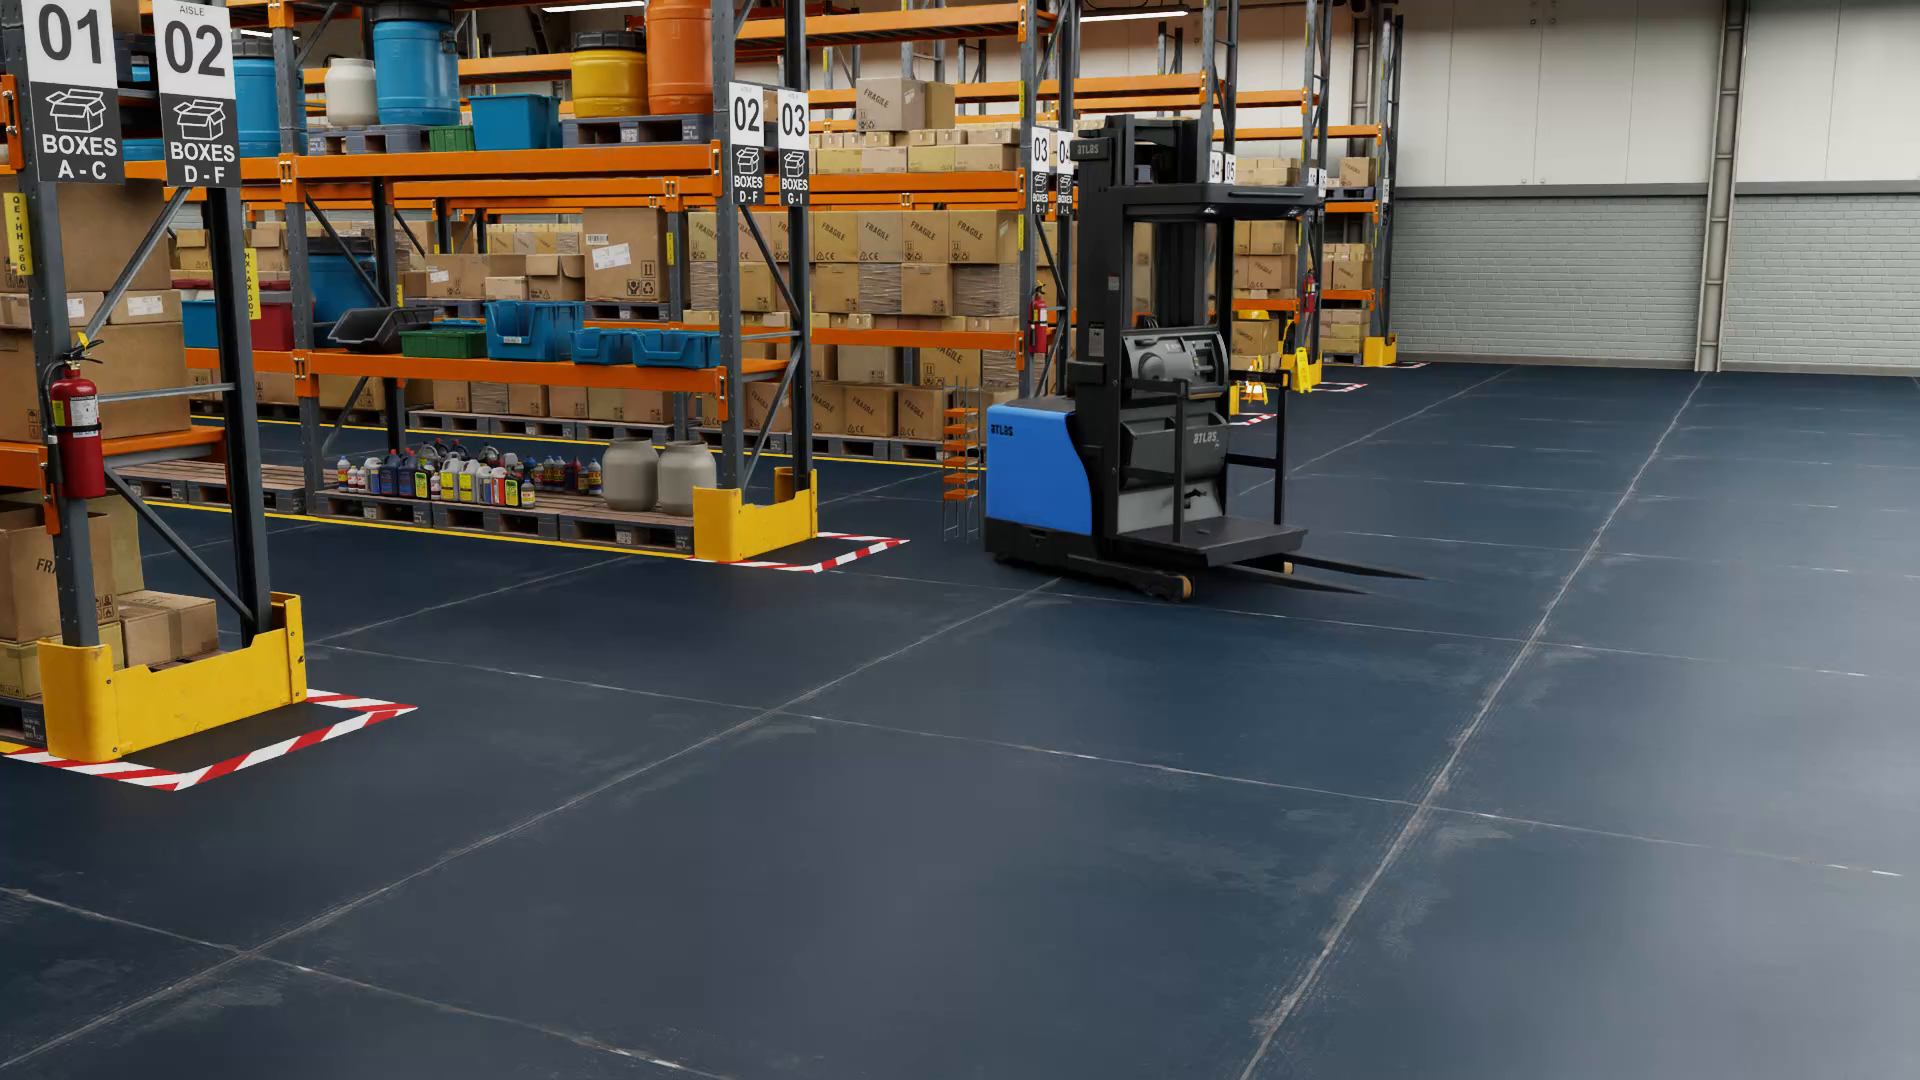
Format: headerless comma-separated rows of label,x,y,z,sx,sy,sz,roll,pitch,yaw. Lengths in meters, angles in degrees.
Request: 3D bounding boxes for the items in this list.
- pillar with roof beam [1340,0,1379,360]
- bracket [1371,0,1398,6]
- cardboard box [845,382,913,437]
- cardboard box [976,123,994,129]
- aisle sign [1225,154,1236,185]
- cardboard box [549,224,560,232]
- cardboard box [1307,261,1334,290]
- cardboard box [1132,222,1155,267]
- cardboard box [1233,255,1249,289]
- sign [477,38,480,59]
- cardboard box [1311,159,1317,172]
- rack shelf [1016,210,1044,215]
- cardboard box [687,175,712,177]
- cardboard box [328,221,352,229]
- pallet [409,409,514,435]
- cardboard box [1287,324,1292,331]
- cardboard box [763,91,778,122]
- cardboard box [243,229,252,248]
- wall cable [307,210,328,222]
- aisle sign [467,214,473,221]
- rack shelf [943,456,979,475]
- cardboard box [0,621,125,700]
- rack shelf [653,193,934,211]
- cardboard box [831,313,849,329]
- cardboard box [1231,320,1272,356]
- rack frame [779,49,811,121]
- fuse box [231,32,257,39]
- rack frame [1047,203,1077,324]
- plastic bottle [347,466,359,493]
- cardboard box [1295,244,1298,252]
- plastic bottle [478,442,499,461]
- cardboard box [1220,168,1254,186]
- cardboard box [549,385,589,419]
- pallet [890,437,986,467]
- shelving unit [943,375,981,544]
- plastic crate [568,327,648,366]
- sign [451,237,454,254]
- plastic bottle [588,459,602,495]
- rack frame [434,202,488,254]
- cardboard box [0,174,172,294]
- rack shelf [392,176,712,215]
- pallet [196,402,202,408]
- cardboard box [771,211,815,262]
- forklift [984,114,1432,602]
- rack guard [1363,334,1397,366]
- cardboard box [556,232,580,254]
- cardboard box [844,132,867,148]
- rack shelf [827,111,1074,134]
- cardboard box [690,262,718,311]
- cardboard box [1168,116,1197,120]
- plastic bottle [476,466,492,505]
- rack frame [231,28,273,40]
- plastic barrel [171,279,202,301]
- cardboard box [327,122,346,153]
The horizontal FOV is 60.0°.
pillar with roof beam,5.277,-7.059,25.963,0.548,9.000,9.100,5,11,26
bracket,7.397,-9.428,28.948,0.430,0.232,0.235,5,11,26
cardboard box,-0.827,-1.342,17.062,0.500,0.500,0.500,6,12,31
cardboard box,0.388,-5.177,20.994,0.250,0.149,0.380,5,11,25
aisle sign,3.311,-4.325,20.406,0.004,0.787,0.394,5,11,26
cardboard box,-7.309,-5.709,30.445,0.250,0.149,0.380,5,11,26
cardboard box,6.389,-4.684,29.406,0.500,0.500,0.500,5,12,28
cardboard box,2.265,-3.673,20.648,0.550,0.550,0.875,5,11,26
cardboard box,4.159,-4.037,24.996,0.500,0.500,0.500,5,11,26
sign,-7.406,-7.528,25.489,0.005,0.325,0.100,5,11,26
cardboard box,6.028,-6.469,29.388,0.500,0.500,0.700,5,11,26
rack shelf,2.027,-6.190,31.607,4.000,0.370,1.077,5,11,26
cardboard box,-2.467,-3.861,17.137,0.500,0.250,0.500,5,11,24
cardboard box,-9.578,-4.751,26.137,0.500,0.500,0.500,5,11,24
pallet,-5.644,-1.416,19.461,1.213,0.211,1.003,5,11,26
cardboard box,5.915,-3.762,29.731,0.500,0.250,0.500,5,11,25
cardboard box,-2.241,-4.458,17.495,0.500,0.500,0.500,5,11,24
cardboard box,-8.745,-3.603,20.618,0.637,0.503,0.797,5,11,26
wall cable,-13.584,-6.231,35.383,0.122,1.984,0.588,5,11,26
aisle sign,-9.327,-6.302,31.326,0.004,0.787,0.394,5,11,26
rack shelf,0.013,-0.546,12.125,0.180,0.103,0.258,5,11,26
cardboard box,-4.169,0.514,7.511,0.500,0.250,0.500,5,11,26
rack shelf,-2.266,-4.599,22.813,4.000,0.370,1.077,5,11,26
cardboard box,-1.102,-2.218,16.766,0.250,0.149,0.380,5,11,26
cardboard box,4.381,-3.046,25.076,0.500,0.500,0.500,5,11,26
rack frame,-3.354,-8.493,33.888,0.127,3.000,1.000,5,11,26
fuse box,-14.289,-9.988,33.163,0.176,0.334,0.513,5,11,26
rack frame,1.627,-4.117,26.558,0.127,3.000,1.000,5,11,26
plastic bottle,-4.766,-0.480,13.082,0.097,0.201,0.097,0,10,0
cardboard box,6.038,-5.170,29.434,0.250,0.149,0.380,5,12,27
plastic bottle,-3.782,-0.611,13.389,0.185,0.351,0.144,5,11,25
cardboard box,4.192,-5.390,24.753,0.500,0.250,0.500,5,11,25
cardboard box,-4.220,-1.658,18.750,0.500,0.500,0.700,4,11,21
pallet,0.049,-0.923,16.737,1.213,0.211,1.003,5,11,26
shelving unit,0.013,-0.589,12.117,0.189,1.200,0.258,5,11,26
plastic crate,-2.523,-1.399,11.955,0.408,0.251,0.499,5,11,26
sign,-6.113,-3.468,19.941,0.005,0.325,0.100,5,11,26
plastic bottle,-2.850,-0.495,12.969,0.097,0.271,0.097,0,10,0
rack frame,-7.646,-3.949,25.629,0.127,3.000,1.000,5,11,26
cardboard box,-4.017,-1.368,7.444,0.500,0.500,0.700,5,11,26
rack shelf,-4.551,-3.814,18.480,4.000,0.370,1.077,5,11,26
pallet,-10.579,-1.865,21.944,1.213,0.211,1.003,5,11,26
cardboard box,-1.569,-3.068,16.833,0.500,0.500,0.500,5,11,26
forklift,1.518,-1.165,10.439,1.130,2.935,3.031,-9,14,-41
rack guard,7.429,-3.363,29.410,0.348,0.500,1.175,5,11,26
cardboard box,-7.004,-5.362,30.346,0.500,0.500,0.500,5,11,27
cardboard box,-0.946,-3.923,16.361,0.250,0.149,0.380,4,11,23
rack shelf,-0.166,-6.676,26.994,4.000,0.370,1.077,5,11,26
cardboard box,-2.381,-2.685,17.527,0.500,0.500,0.875,5,11,26
cardboard box,2.663,-4.977,19.889,0.250,0.149,0.380,5,11,26
plastic bottle,-3.541,-0.415,12.511,0.135,0.276,0.152,5,11,24
rack frame,-11.234,-7.217,26.836,0.127,3.000,1.000,5,11,26
plastic barrel,-6.756,-2.013,14.548,0.433,0.535,0.433,0,10,0
cardboard box,-6.923,-4.620,19.443,0.637,0.503,0.797,6,12,29
